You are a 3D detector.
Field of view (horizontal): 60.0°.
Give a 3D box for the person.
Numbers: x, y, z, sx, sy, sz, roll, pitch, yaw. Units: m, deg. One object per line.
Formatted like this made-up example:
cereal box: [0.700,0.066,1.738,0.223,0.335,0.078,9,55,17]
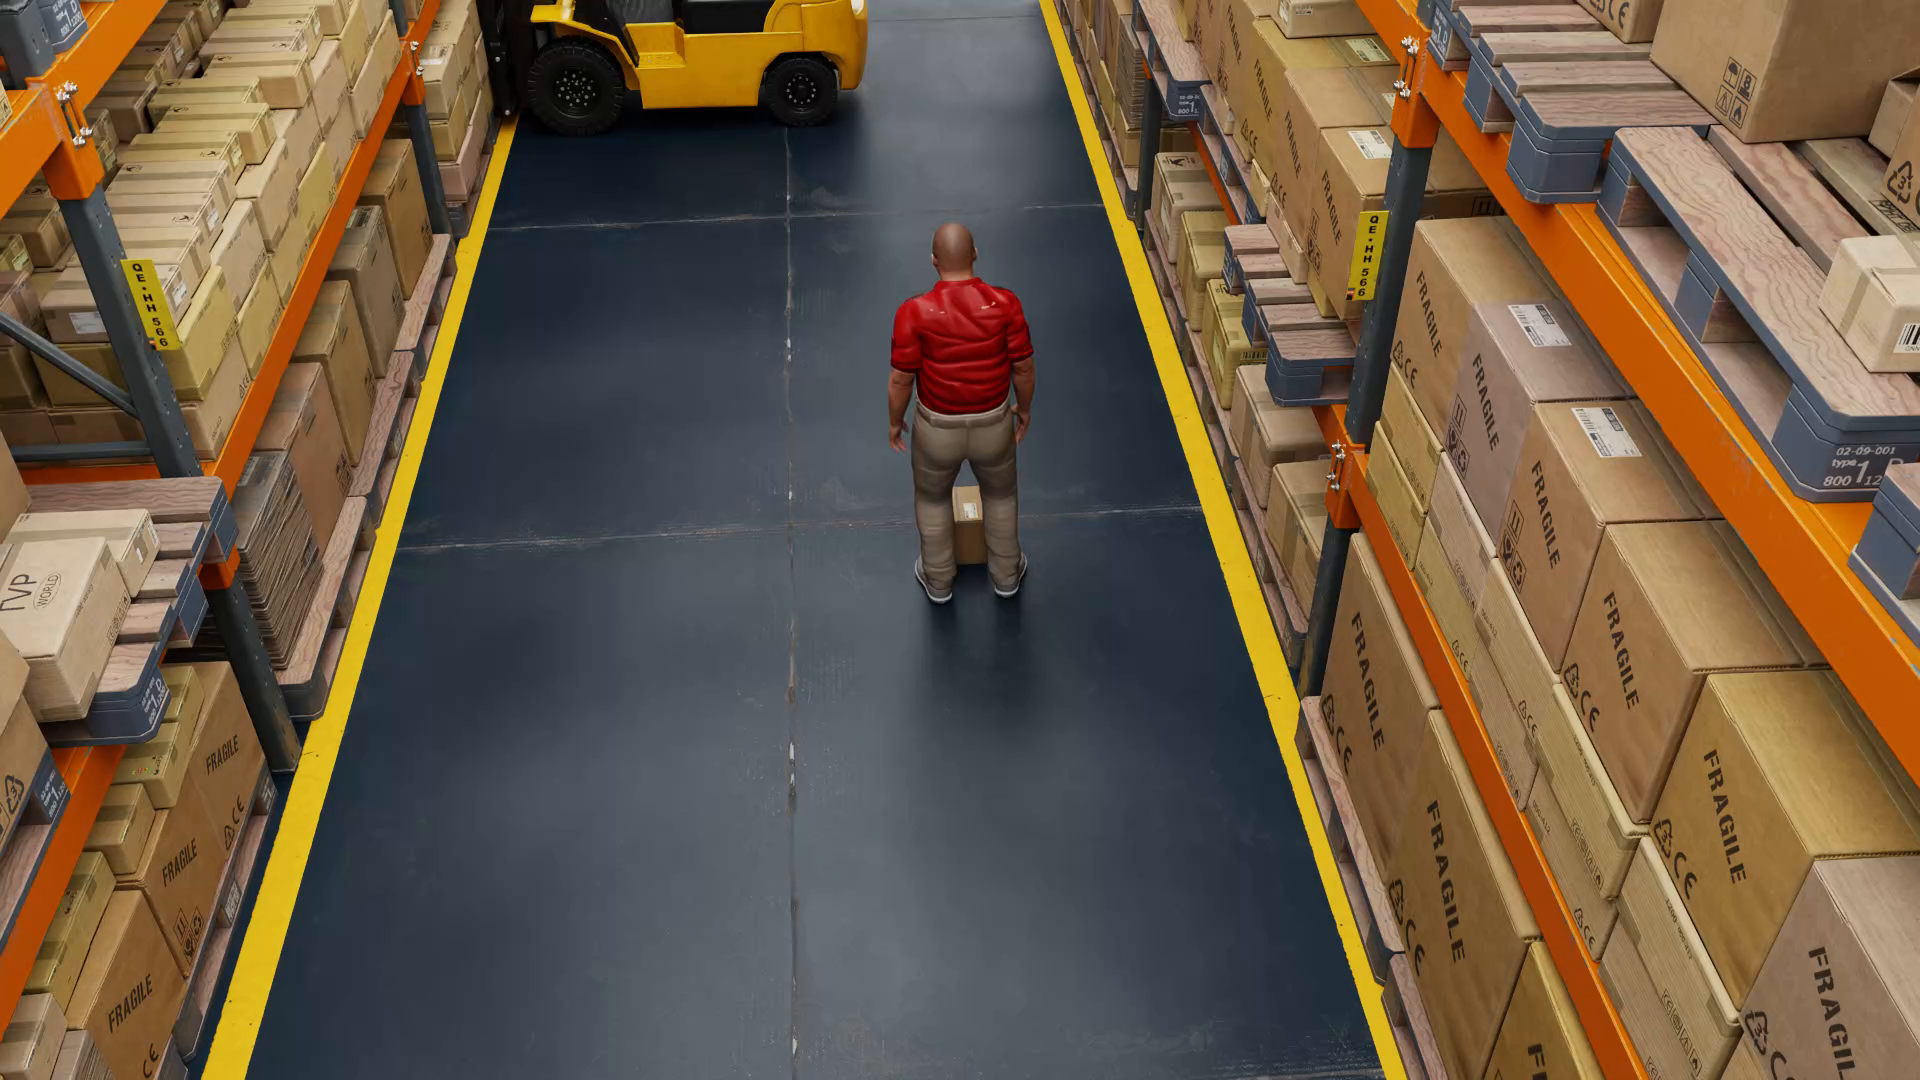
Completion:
person: [0.010,-0.481,6.760,0.605,1.728,0.385,-5,39,-6]
